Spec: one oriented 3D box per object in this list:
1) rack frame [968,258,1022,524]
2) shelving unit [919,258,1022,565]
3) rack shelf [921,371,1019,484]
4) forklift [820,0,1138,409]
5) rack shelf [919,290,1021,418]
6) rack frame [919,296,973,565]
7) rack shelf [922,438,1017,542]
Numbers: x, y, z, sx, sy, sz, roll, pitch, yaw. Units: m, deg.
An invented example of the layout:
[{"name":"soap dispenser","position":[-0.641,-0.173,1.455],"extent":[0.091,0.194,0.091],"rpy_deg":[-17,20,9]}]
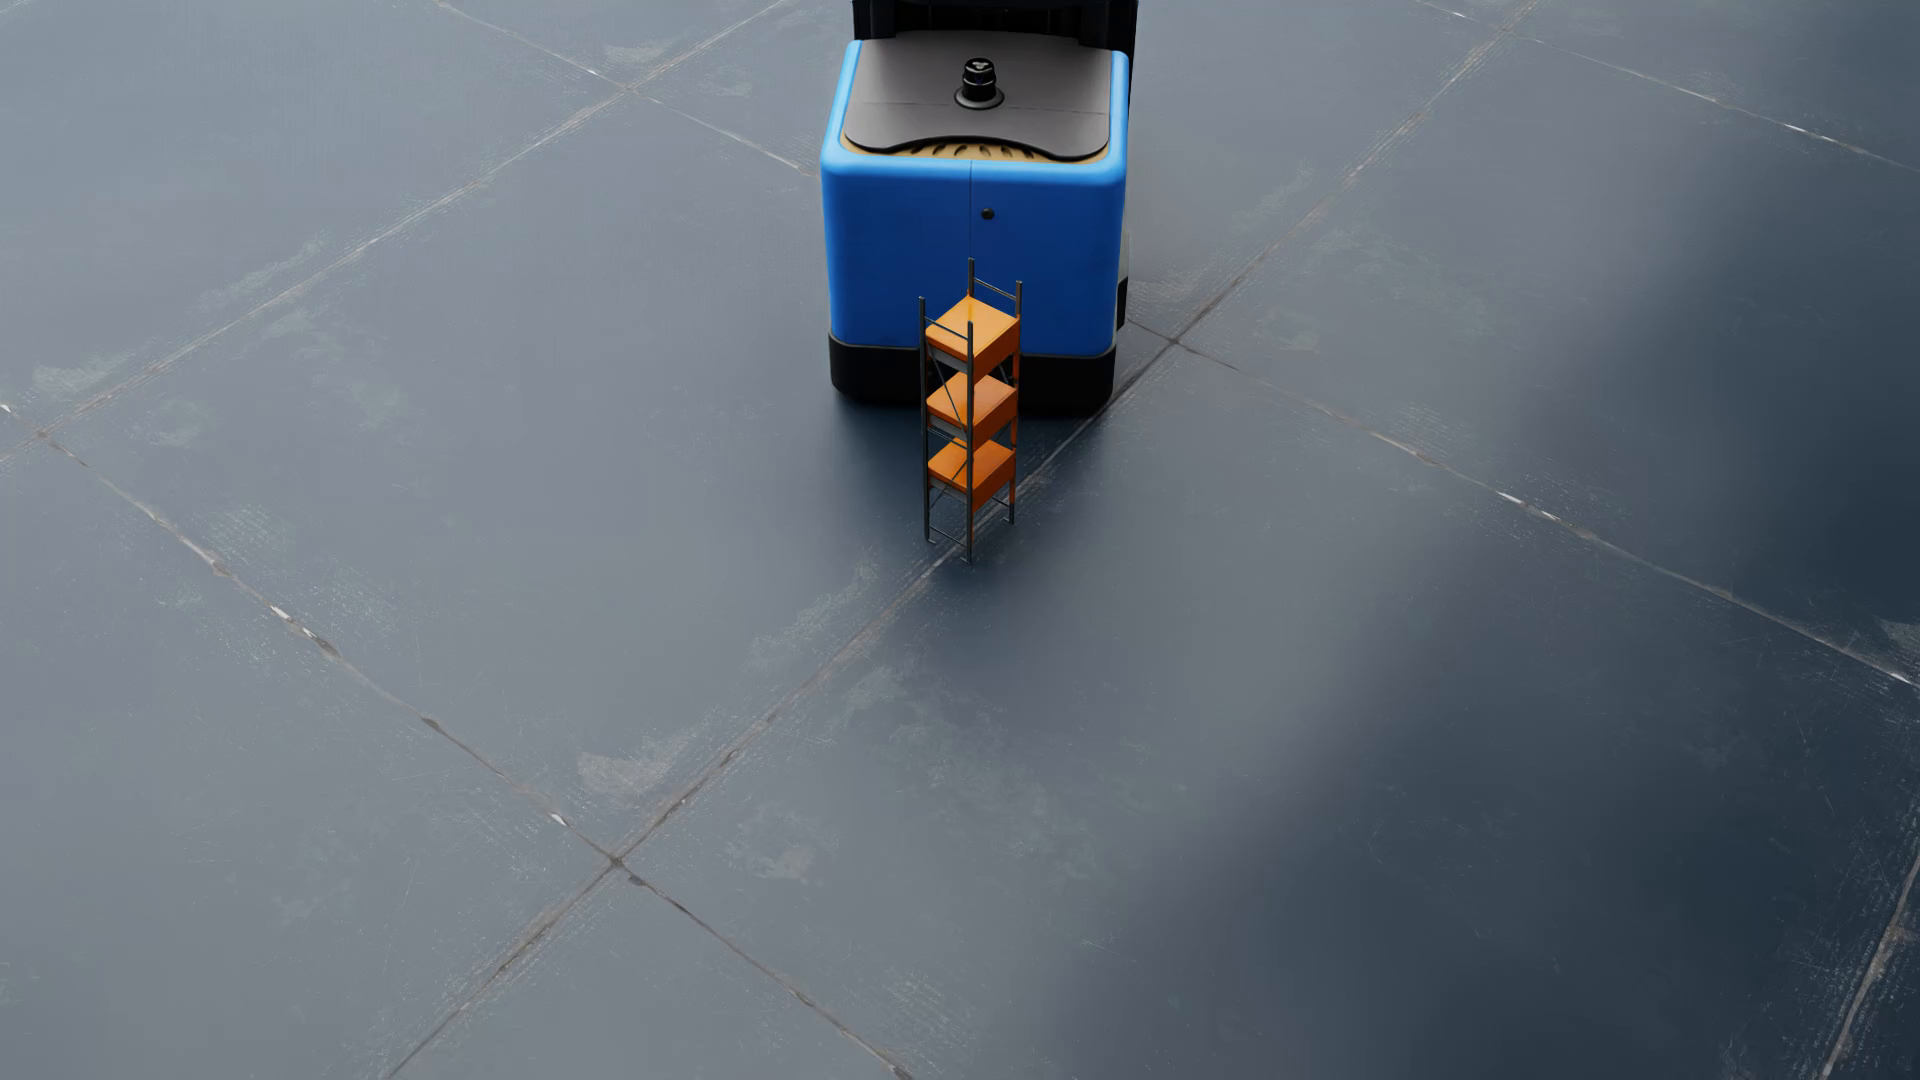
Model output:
[{"name":"rack frame","position":[0.107,-0.463,5.466],"extent":[0.200,1.050,0.008],"rpy_deg":[29,53,25]},{"name":"shelving unit","position":[0.033,-0.393,5.400],"extent":[0.215,1.050,0.252],"rpy_deg":[29,53,25]},{"name":"rack shelf","position":[0.033,-0.386,5.407],"extent":[0.215,0.259,0.240],"rpy_deg":[29,53,25]},{"name":"forklift","position":[0.154,-2.561,6.170],"extent":[1.130,2.935,3.031],"rpy_deg":[3,46,3]},{"name":"rack shelf","position":[0.033,-0.582,5.202],"extent":[0.215,0.259,0.240],"rpy_deg":[29,53,25]},{"name":"rack frame","position":[-0.042,-0.323,5.333],"extent":[0.200,1.050,0.008],"rpy_deg":[29,53,25]},{"name":"rack shelf","position":[0.033,-0.194,5.608],"extent":[0.215,0.259,0.240],"rpy_deg":[29,53,25]}]
